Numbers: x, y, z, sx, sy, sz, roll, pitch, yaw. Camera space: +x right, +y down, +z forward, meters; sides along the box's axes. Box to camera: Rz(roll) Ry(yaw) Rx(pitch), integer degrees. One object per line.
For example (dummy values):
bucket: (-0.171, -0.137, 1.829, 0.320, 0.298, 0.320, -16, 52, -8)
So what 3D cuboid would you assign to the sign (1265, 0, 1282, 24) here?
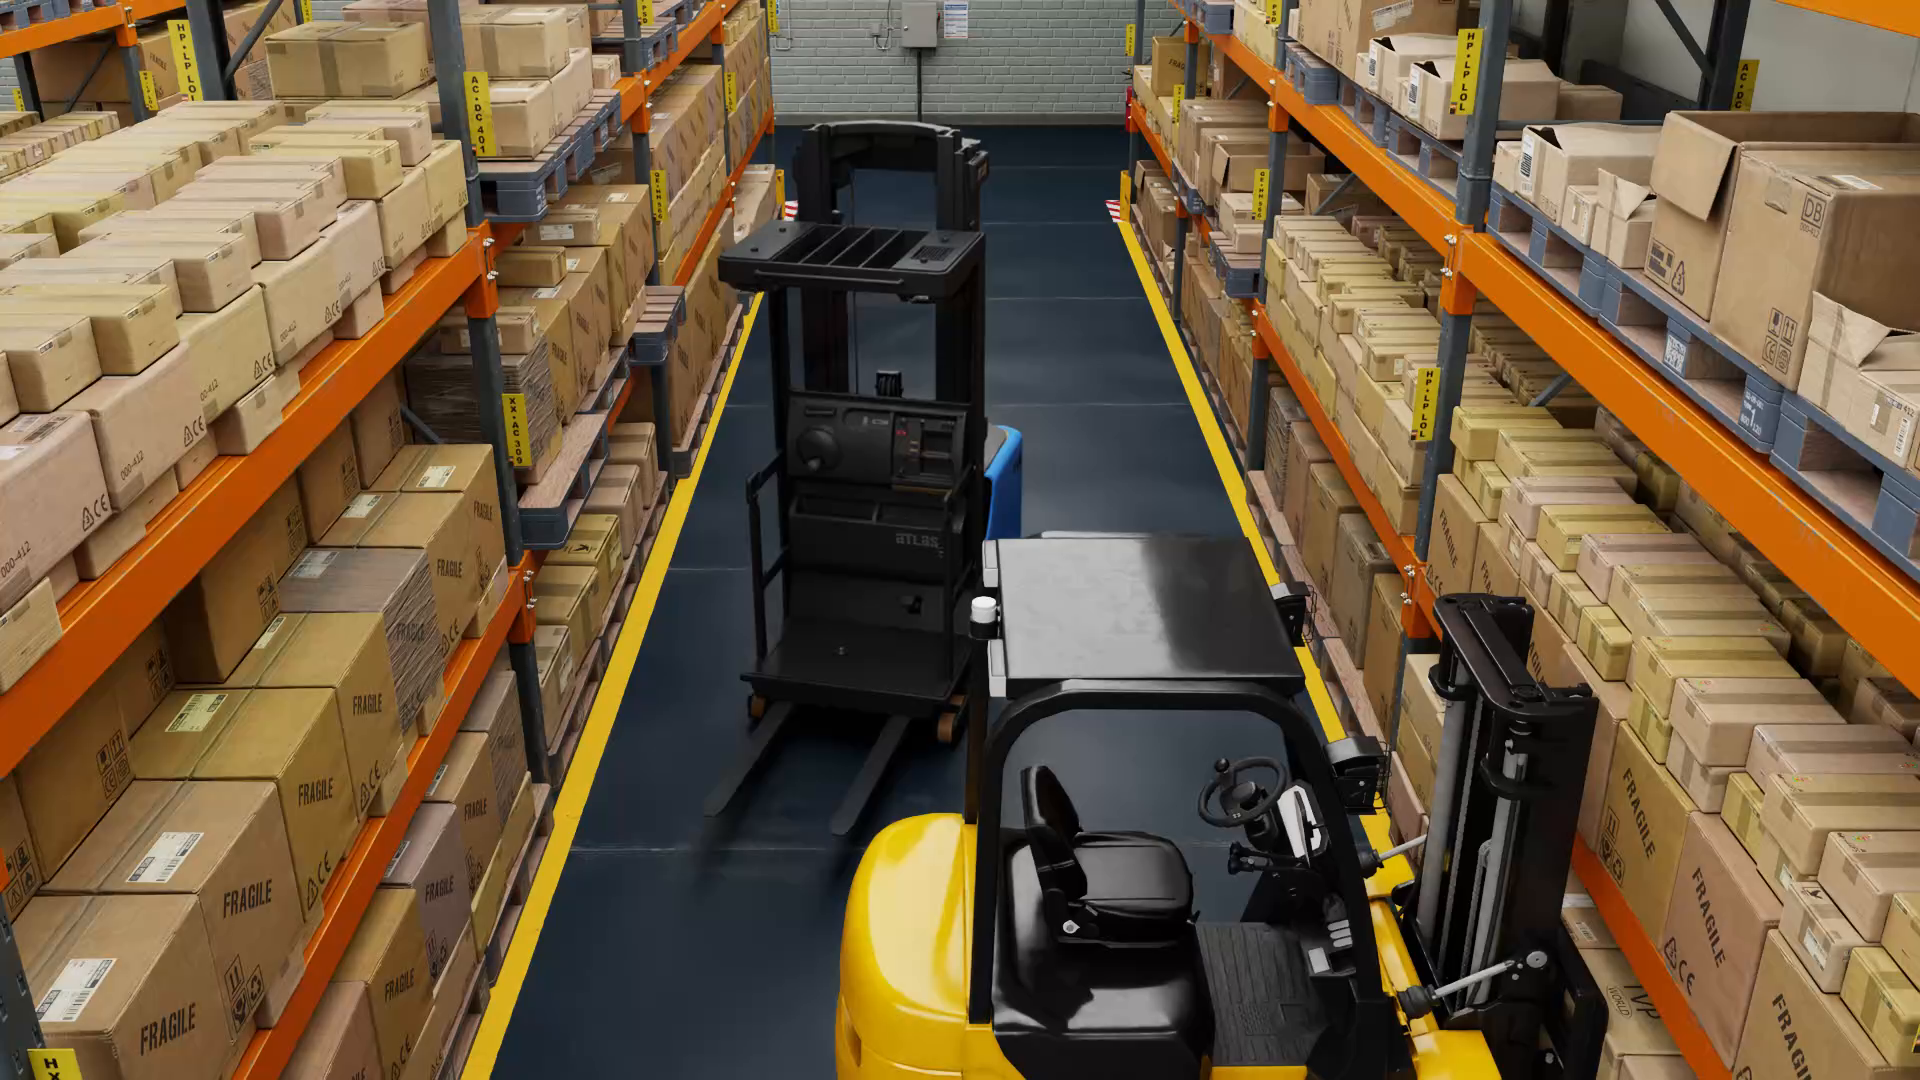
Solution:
sign: (1.941, -3.341, 10.230, 0.100, 0.325, 0.005, 0, 24, -1)

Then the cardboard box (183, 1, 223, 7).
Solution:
cardboard box: (-7.765, -5.192, 16.893, 0.500, 0.500, 0.500, 0, 24, 1)

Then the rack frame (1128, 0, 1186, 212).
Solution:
rack frame: (2.396, -5.037, 18.247, 1.000, 3.000, 0.127, 0, 24, -1)

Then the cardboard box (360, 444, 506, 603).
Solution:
cardboard box: (-2.183, -0.067, 6.776, 0.500, 0.500, 0.500, -1, 24, -2)

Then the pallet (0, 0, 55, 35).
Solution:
pallet: (-7.558, -3.900, 12.320, 1.213, 0.211, 1.003, 0, 24, -1)

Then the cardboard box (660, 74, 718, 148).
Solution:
cardboard box: (-2.255, -3.470, 13.447, 0.500, 0.500, 0.500, 0, 24, 0)

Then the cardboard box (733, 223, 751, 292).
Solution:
cardboard box: (-2.423, -2.648, 15.564, 0.875, 0.438, 0.875, -1, 24, -1)

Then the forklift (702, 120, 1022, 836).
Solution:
forklift: (-0.476, -0.469, 8.230, 1.130, 2.935, 3.031, 6, 25, 13)

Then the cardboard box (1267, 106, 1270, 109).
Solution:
cardboard box: (2.692, -3.868, 15.483, 0.500, 0.250, 0.500, 0, 24, -1)

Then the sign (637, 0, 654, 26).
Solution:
sign: (-1.937, -3.320, 10.184, 0.100, 0.325, 0.005, 0, 24, -1)

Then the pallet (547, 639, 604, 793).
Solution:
pallet: (-2.446, 0.882, 8.545, 1.003, 0.211, 1.213, 0, 24, -1)

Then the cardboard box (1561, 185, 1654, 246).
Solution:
cardboard box: (2.237, -1.078, 5.528, 0.380, 0.149, 0.250, 0, 24, 1)

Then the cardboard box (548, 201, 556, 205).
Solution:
cardboard box: (-2.707, -1.902, 10.324, 0.500, 0.500, 0.500, -1, 24, -2)

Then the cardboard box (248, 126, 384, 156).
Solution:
cardboard box: (-2.222, -1.340, 5.769, 0.380, 0.149, 0.250, 0, 24, 1)

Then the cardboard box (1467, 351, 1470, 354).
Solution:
cardboard box: (2.788, -0.880, 8.632, 0.500, 0.250, 0.500, -1, 24, -2)

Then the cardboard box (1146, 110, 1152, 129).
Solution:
cardboard box: (2.090, -4.255, 16.822, 0.380, 0.149, 0.250, -1, 24, -2)

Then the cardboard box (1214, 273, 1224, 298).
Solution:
cardboard box: (2.254, -2.050, 13.379, 0.380, 0.149, 0.250, 1, 24, 1)

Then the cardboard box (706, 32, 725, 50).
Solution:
cardboard box: (-2.287, -4.398, 14.713, 0.380, 0.149, 0.250, 0, 24, 0)

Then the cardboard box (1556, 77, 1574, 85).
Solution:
cardboard box: (2.591, -2.035, 7.643, 0.380, 0.149, 0.250, 0, 24, -1)

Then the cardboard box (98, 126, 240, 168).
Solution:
cardboard box: (-2.734, -1.337, 5.763, 0.380, 0.149, 0.250, -1, 24, -2)

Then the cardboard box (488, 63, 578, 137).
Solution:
cardboard box: (-2.048, -2.009, 7.585, 0.500, 0.250, 0.500, -1, 24, -1)

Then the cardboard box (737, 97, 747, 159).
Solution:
cardboard box: (-2.268, -3.812, 15.418, 0.500, 0.500, 0.500, 0, 24, 0)

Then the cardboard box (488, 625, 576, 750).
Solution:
cardboard box: (-2.445, 0.722, 8.194, 0.950, 0.372, 0.625, 0, 24, 0)

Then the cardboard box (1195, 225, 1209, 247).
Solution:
cardboard box: (2.228, -2.616, 14.270, 0.380, 0.149, 0.250, -1, 24, -3)

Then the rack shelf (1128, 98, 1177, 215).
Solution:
rack shelf: (2.418, -3.885, 16.573, 1.077, 0.370, 4.000, 0, 24, -1)

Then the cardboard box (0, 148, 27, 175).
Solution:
cardboard box: (-7.255, -2.836, 12.454, 0.380, 0.149, 0.250, -1, 24, -1)

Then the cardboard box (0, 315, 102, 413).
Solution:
cardboard box: (-2.152, -0.390, 3.669, 0.380, 0.149, 0.250, 0, 24, -1)

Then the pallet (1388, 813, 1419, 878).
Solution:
pallet: (2.494, 1.506, 7.163, 1.003, 0.211, 1.213, 0, 24, -1)

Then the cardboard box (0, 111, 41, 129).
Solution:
cardboard box: (-7.928, -3.484, 13.887, 0.380, 0.149, 0.250, 1, 24, 2)

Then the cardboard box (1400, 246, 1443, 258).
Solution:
cardboard box: (2.818, -1.633, 9.812, 0.380, 0.149, 0.250, -1, 24, -2)

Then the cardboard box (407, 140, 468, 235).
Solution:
cardboard box: (-2.162, -1.321, 6.211, 0.500, 0.250, 0.500, 0, 24, -1)

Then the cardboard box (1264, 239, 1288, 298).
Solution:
cardboard box: (2.219, -1.716, 10.479, 0.500, 0.250, 0.500, 0, 24, -1)

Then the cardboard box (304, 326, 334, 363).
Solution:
cardboard box: (-2.213, -0.660, 5.235, 0.380, 0.149, 0.250, 0, 24, 1)

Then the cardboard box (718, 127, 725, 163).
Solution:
cardboard box: (-2.276, -3.344, 14.078, 0.500, 0.250, 0.500, 0, 24, -1)

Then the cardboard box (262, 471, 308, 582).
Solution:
cardboard box: (-2.686, -0.105, 5.646, 0.700, 0.500, 0.500, -1, 24, -2)

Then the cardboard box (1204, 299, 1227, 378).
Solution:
cardboard box: (2.236, -1.602, 13.175, 0.500, 0.500, 0.500, -1, 24, -2)

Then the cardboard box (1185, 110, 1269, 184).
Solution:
cardboard box: (2.227, -3.212, 13.580, 0.700, 0.500, 0.500, 0, 24, 0)

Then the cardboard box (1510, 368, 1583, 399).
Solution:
cardboard box: (2.787, -0.690, 7.726, 0.380, 0.149, 0.250, -1, 24, -2)

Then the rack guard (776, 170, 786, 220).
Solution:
rack guard: (-2.568, -3.884, 18.731, 1.175, 0.500, 0.348, 0, 24, -1)

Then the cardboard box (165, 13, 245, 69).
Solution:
cardboard box: (-7.233, -4.757, 15.933, 0.500, 0.500, 0.500, -1, 24, -2)

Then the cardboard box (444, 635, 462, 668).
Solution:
cardboard box: (-2.194, 0.388, 6.557, 0.380, 0.149, 0.250, 0, 24, 0)

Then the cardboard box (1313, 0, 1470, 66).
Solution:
cardboard box: (2.353, -2.882, 9.091, 0.700, 0.500, 0.500, -1, 24, -2)

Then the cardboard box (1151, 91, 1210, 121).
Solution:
cardboard box: (2.173, -4.289, 16.413, 0.500, 0.250, 0.500, -1, 24, -2)

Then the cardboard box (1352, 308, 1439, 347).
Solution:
cardboard box: (2.258, -1.099, 8.632, 0.380, 0.149, 0.250, 0, 24, 0)

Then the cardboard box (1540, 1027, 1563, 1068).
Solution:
cardboard box: (2.231, 1.771, 5.414, 0.500, 0.250, 0.500, -1, 24, -2)

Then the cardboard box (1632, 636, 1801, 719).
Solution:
cardboard box: (2.242, 0.407, 4.940, 0.380, 0.149, 0.250, 0, 24, 0)

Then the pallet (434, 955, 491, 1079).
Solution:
pallet: (-2.378, 1.983, 6.110, 1.003, 0.211, 1.213, 0, 24, -1)

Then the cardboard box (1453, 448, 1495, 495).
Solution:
cardboard box: (2.267, -0.301, 6.866, 0.380, 0.149, 0.250, -1, 24, -1)

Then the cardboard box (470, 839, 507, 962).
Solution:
cardboard box: (-2.145, 1.455, 6.720, 0.500, 0.250, 0.500, -1, 24, -2)

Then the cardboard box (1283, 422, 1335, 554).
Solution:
cardboard box: (2.491, -0.323, 10.197, 0.875, 0.625, 0.625, 1, 24, 1)

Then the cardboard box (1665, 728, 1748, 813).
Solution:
cardboard box: (2.271, 0.649, 4.766, 0.380, 0.149, 0.250, -1, 24, -2)

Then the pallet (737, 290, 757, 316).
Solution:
pallet: (-2.454, -2.408, 15.818, 1.003, 0.211, 1.213, 0, 24, -1)

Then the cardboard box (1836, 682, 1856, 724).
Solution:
cardboard box: (2.883, 0.544, 4.999, 0.380, 0.149, 0.250, 1, 24, 1)

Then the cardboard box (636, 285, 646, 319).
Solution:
cardboard box: (-2.118, -1.446, 10.101, 0.380, 0.149, 0.250, 0, 24, -1)

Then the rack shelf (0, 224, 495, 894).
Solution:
rack shelf: (-2.415, -0.283, 4.969, 1.077, 0.370, 4.000, 0, 24, -1)

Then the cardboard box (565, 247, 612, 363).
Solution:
cardboard box: (-2.169, -1.257, 8.897, 0.500, 0.500, 0.500, -1, 24, -3)

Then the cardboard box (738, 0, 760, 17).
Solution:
cardboard box: (-2.249, -5.452, 17.043, 0.380, 0.149, 0.250, 0, 24, -1)

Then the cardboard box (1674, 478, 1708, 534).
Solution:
cardboard box: (2.875, -0.123, 6.113, 0.380, 0.149, 0.250, -1, 24, -2)
